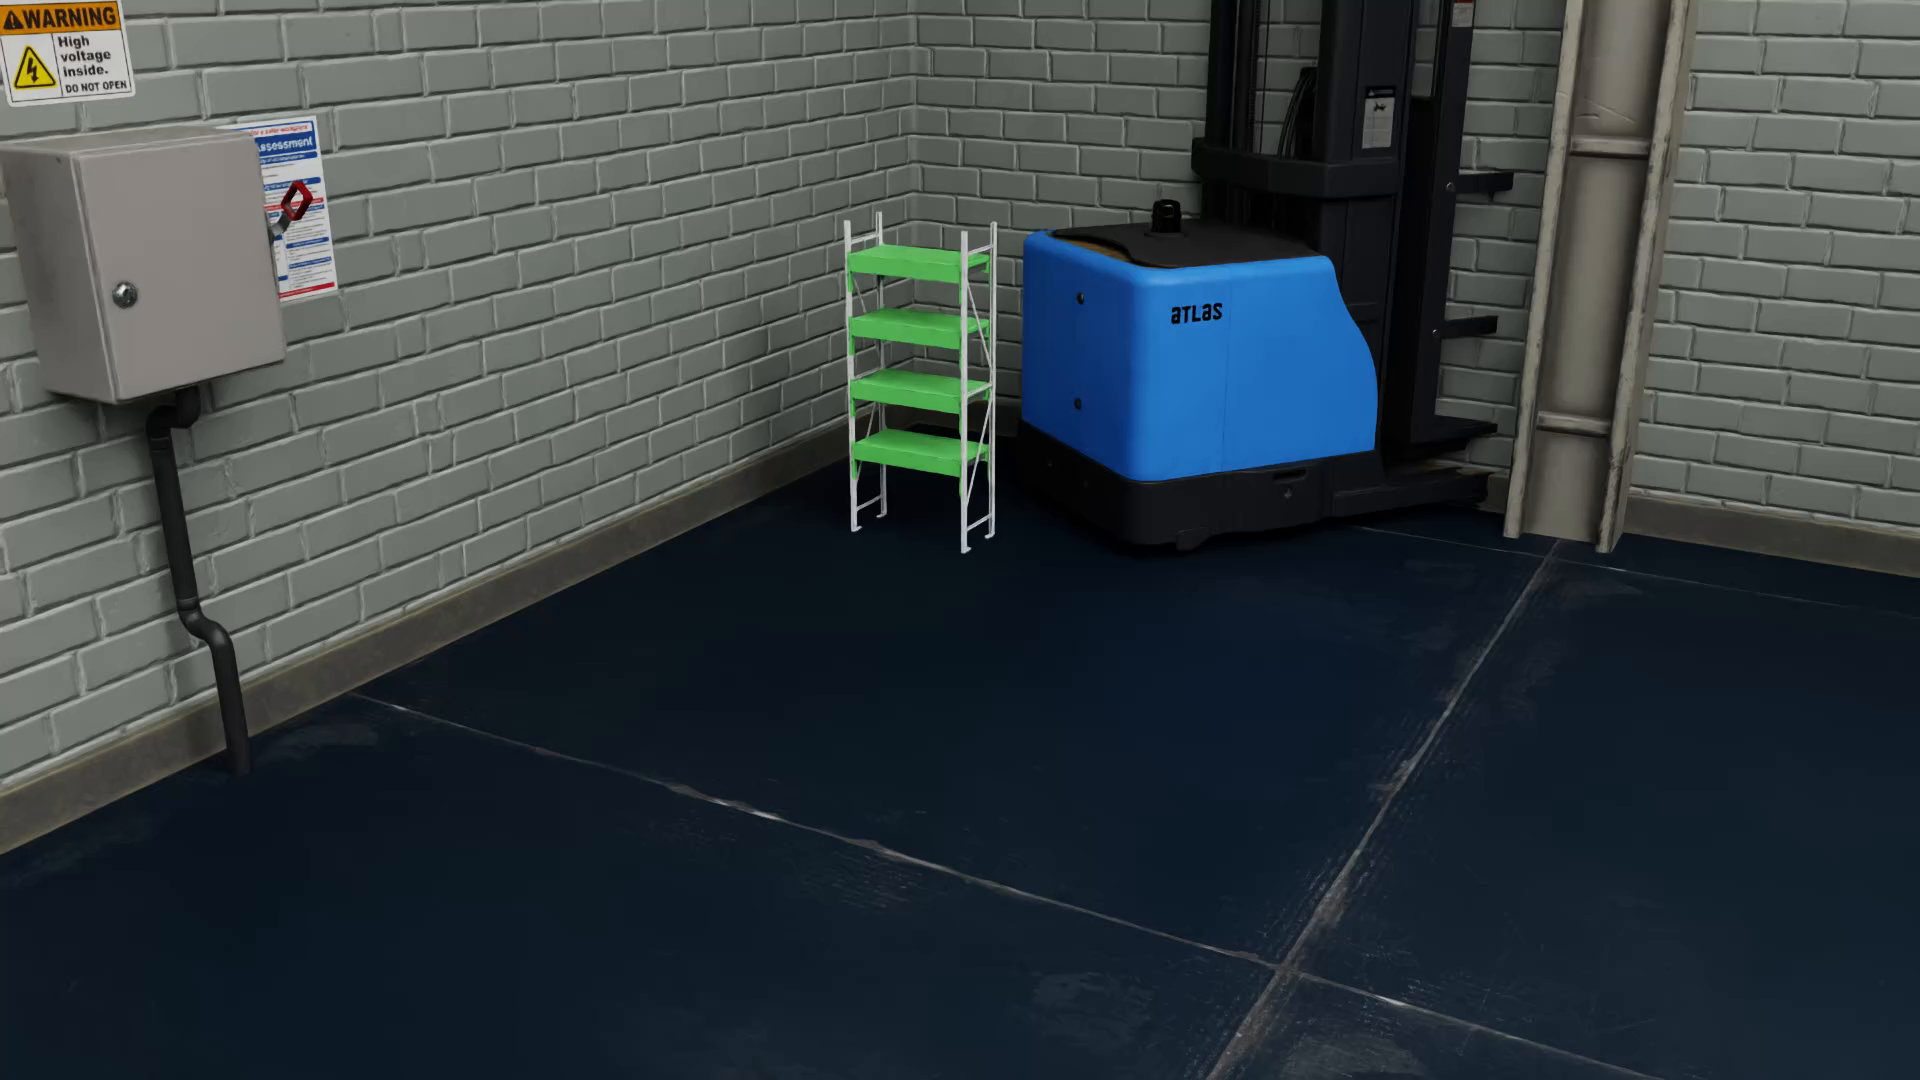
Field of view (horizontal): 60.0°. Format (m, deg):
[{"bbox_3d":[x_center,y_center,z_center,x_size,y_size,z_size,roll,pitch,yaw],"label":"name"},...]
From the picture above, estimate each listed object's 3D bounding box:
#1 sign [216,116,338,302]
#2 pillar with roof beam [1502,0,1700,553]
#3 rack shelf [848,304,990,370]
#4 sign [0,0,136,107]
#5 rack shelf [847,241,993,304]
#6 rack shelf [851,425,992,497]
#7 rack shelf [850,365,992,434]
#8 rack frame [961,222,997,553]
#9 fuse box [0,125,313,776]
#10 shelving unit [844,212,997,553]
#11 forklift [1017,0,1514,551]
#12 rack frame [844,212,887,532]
[{"bbox_3d":[-1.889,-0.911,4.618,0.001,0.494,0.329,11,23,27],"label":"sign"},{"bbox_3d":[0.237,-2.976,1.374,0.400,9.000,9.100,11,23,27],"label":"pillar with roof beam"},{"bbox_3d":[-0.144,-0.757,6.176,0.480,0.148,0.258,11,23,27],"label":"rack shelf"},{"bbox_3d":[-2.157,-1.181,4.010,0.001,0.242,0.339,11,23,27],"label":"sign"},{"bbox_3d":[-0.144,-0.983,6.095,0.480,0.148,0.258,11,23,27],"label":"rack shelf"},{"bbox_3d":[-0.145,-0.306,6.340,0.480,0.148,0.258,11,23,27],"label":"rack shelf"},{"bbox_3d":[-0.144,-0.532,6.258,0.480,0.148,0.258,11,23,27],"label":"rack shelf"},{"bbox_3d":[0.069,-0.551,6.125,0.015,1.200,0.240,11,23,27],"label":"rack frame"},{"bbox_3d":[-1.949,-0.169,4.321,0.414,1.711,0.539,11,23,27],"label":"fuse box"},{"bbox_3d":[-0.144,-0.592,6.236,0.503,1.200,0.258,11,23,27],"label":"shelving unit"},{"bbox_3d":[1.799,-1.654,6.627,3.031,2.935,1.130,-9,22,-23],"label":"forklift"},{"bbox_3d":[-0.358,-0.632,6.348,0.015,1.200,0.240,11,23,27],"label":"rack frame"}]
